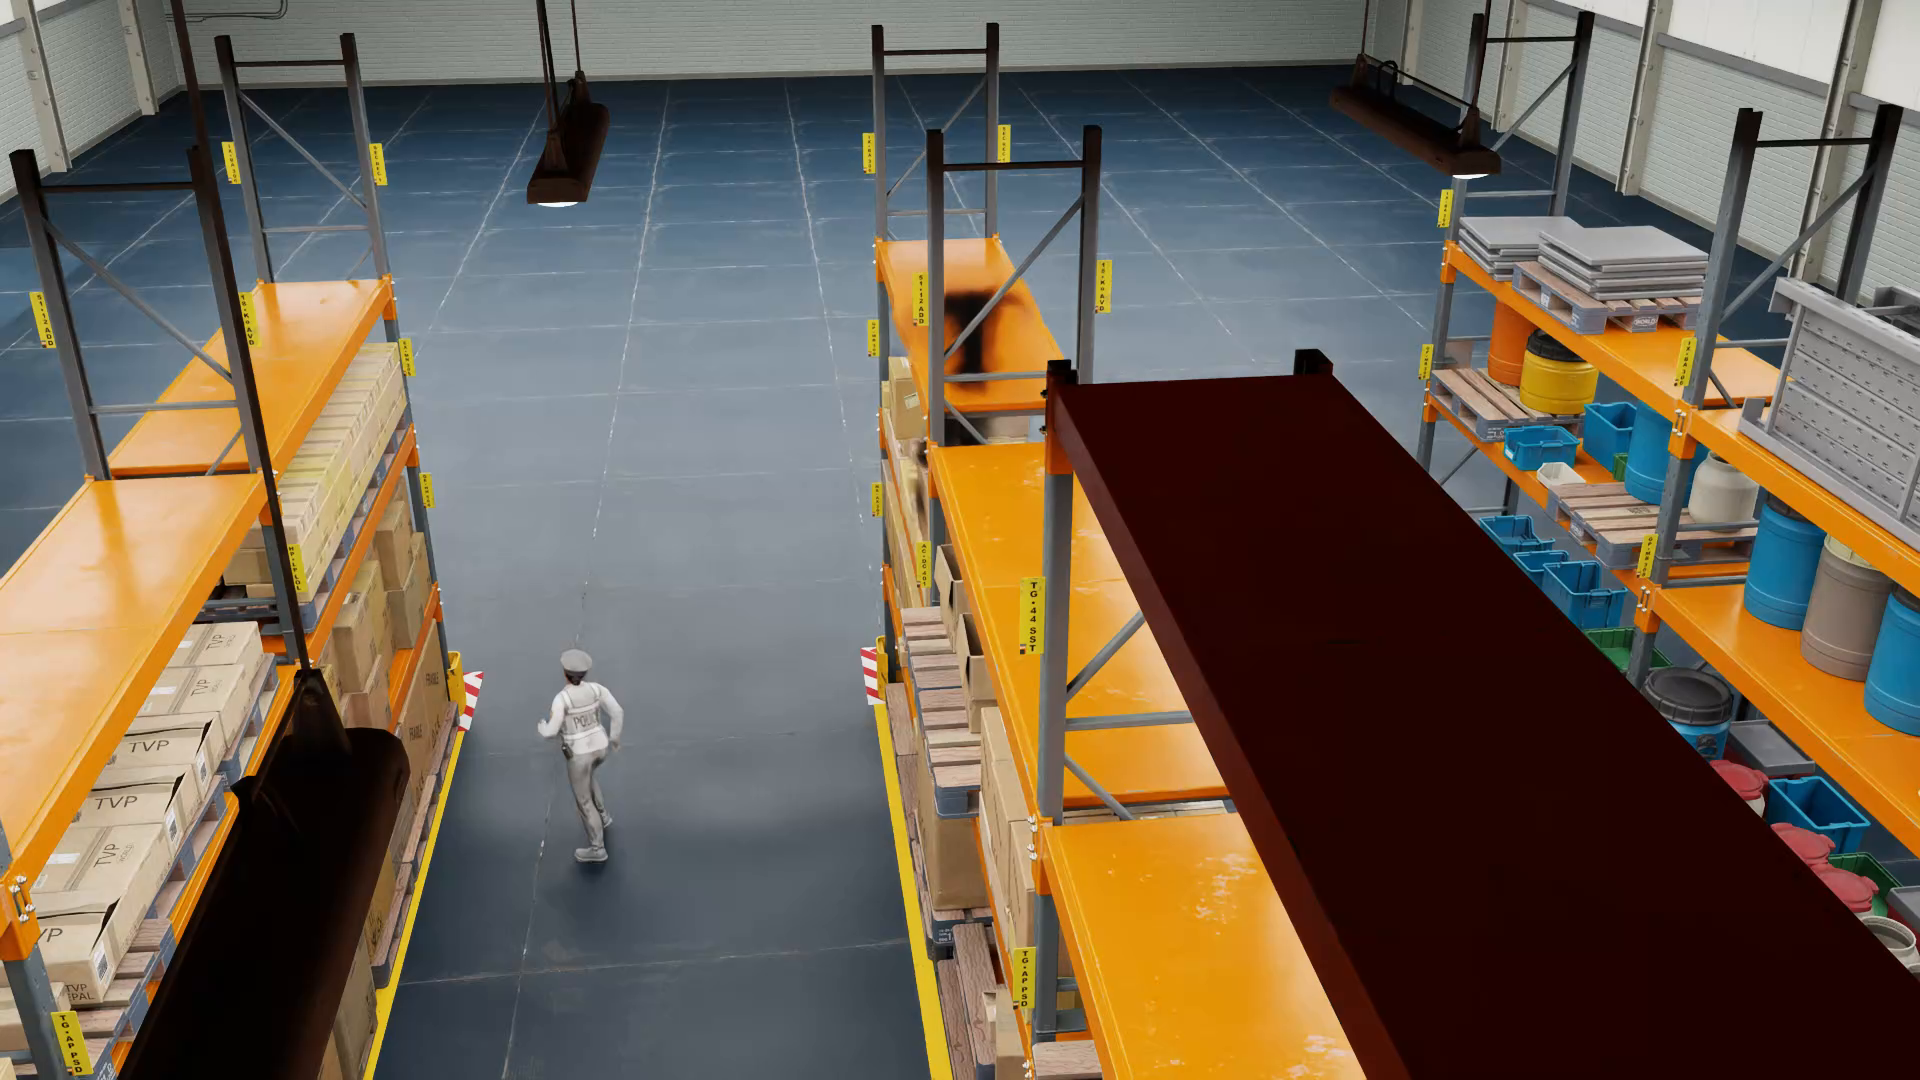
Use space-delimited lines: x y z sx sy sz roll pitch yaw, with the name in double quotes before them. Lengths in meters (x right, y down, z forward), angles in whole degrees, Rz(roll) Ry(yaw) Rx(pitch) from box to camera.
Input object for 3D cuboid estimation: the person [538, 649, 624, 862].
"person" -3.002 1.683 13.188 0.765 1.640 0.630 17 30 31
